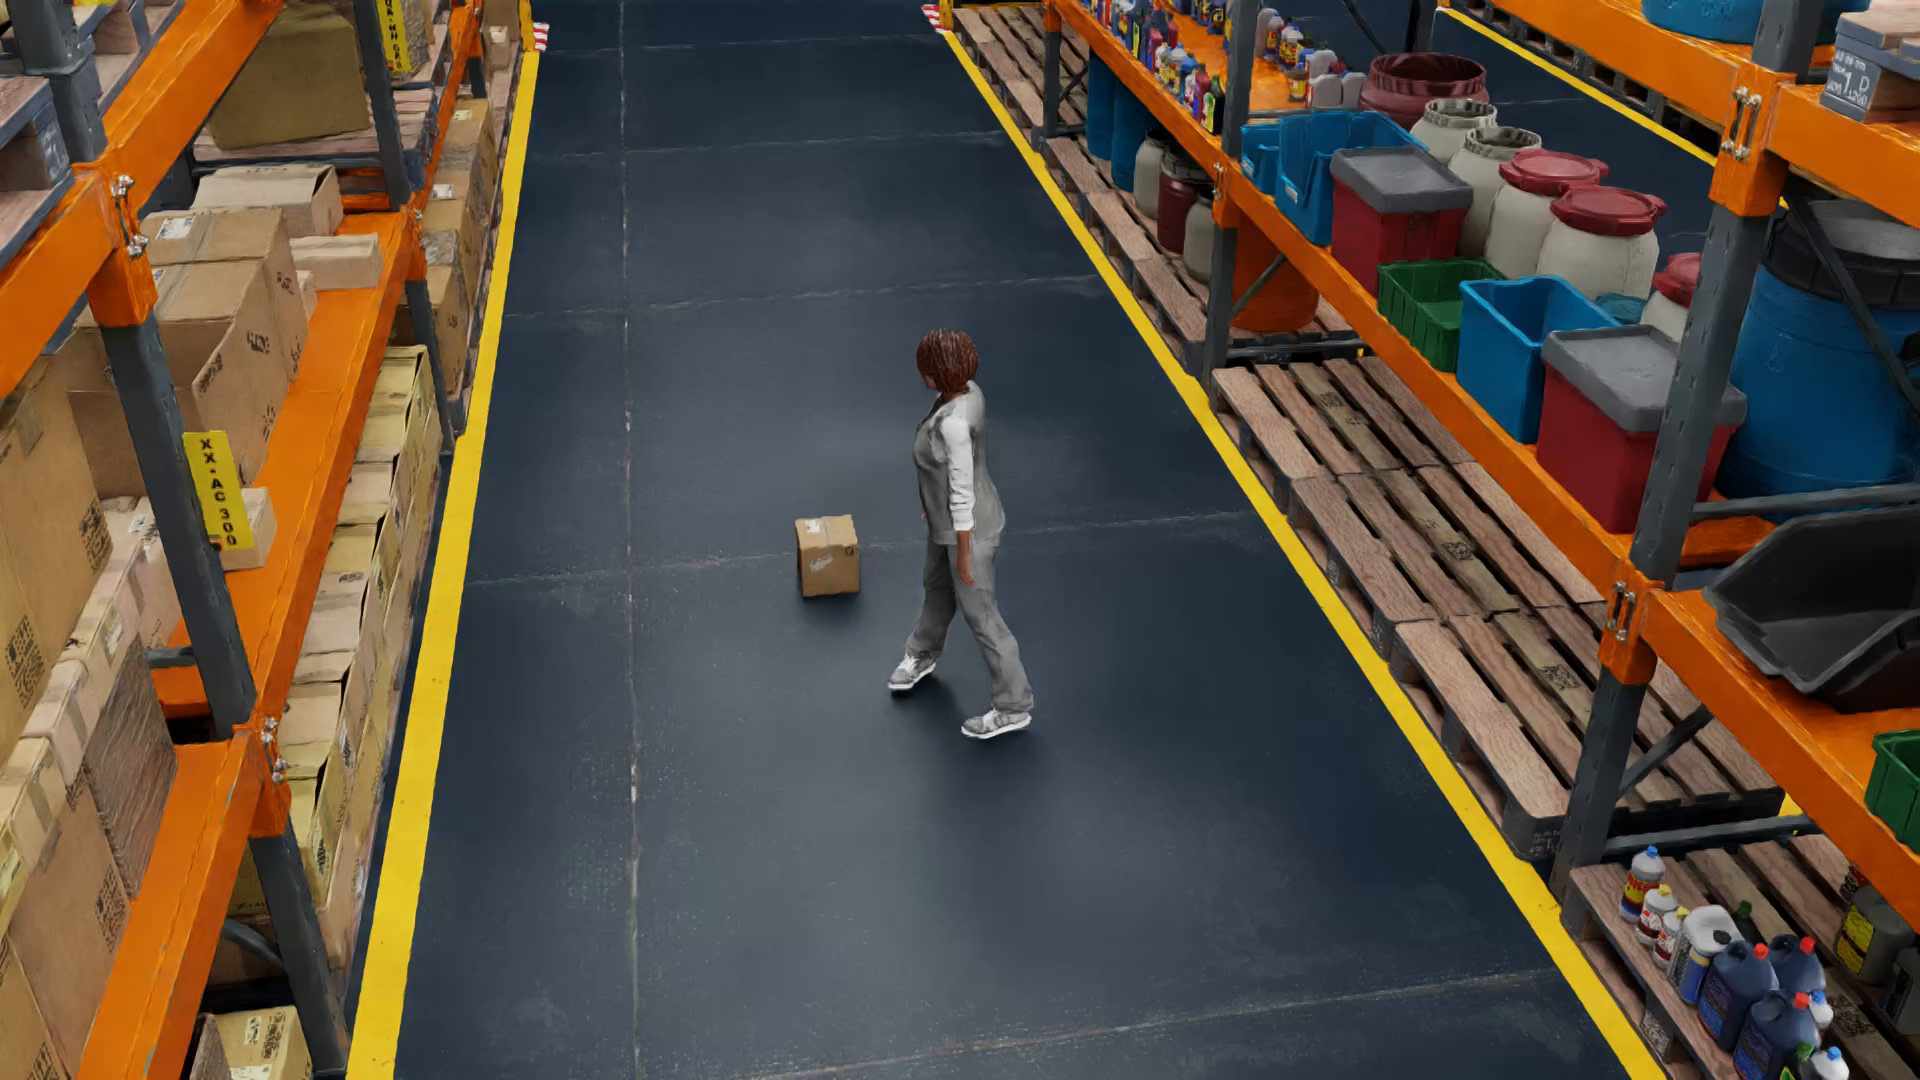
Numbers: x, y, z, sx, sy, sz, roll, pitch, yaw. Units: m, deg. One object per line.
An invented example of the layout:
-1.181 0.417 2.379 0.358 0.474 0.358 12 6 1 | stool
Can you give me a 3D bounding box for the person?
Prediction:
-0.002 -0.035 6.209 0.568 1.587 0.511 -1 31 -2 | person
